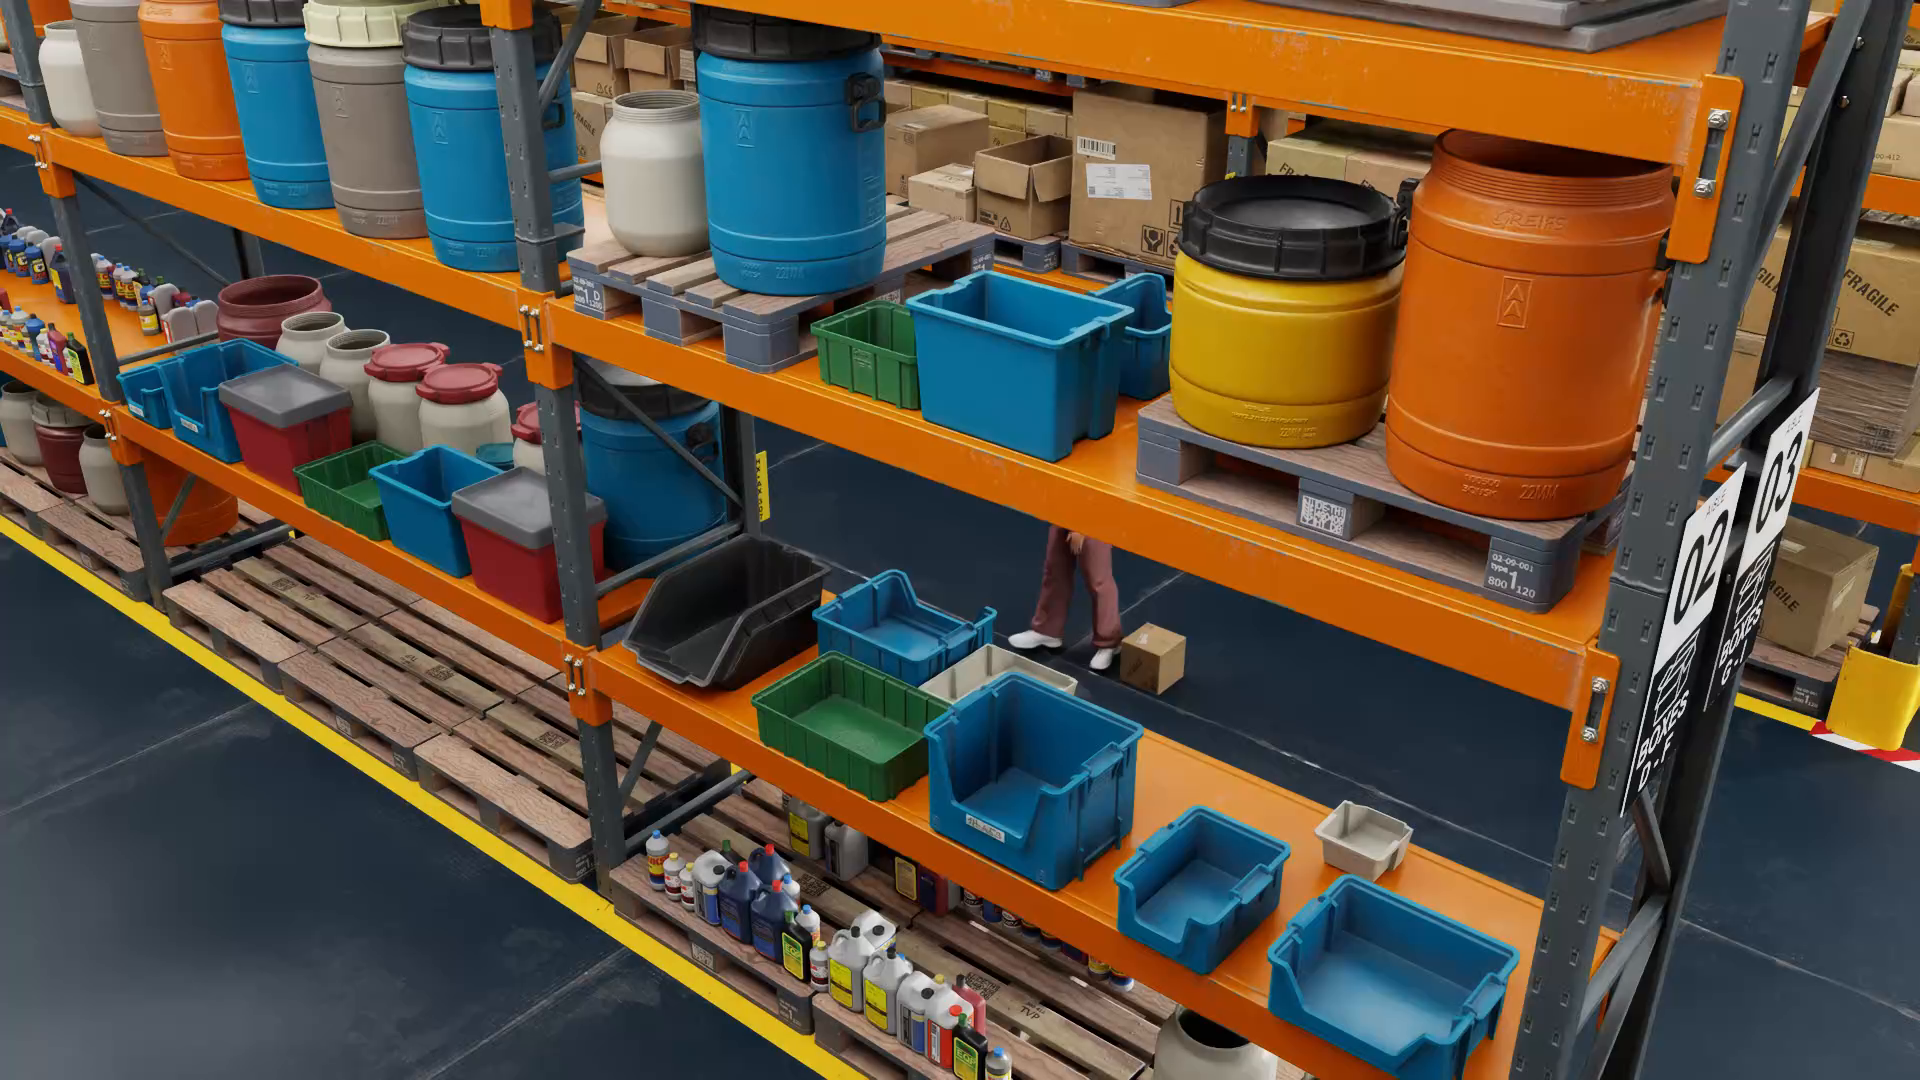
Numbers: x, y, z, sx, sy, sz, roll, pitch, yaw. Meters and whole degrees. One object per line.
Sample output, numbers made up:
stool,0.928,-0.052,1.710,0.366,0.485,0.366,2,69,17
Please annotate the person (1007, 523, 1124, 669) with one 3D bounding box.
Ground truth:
person,0.591,-0.119,8.813,0.600,1.667,0.521,-8,28,-15
